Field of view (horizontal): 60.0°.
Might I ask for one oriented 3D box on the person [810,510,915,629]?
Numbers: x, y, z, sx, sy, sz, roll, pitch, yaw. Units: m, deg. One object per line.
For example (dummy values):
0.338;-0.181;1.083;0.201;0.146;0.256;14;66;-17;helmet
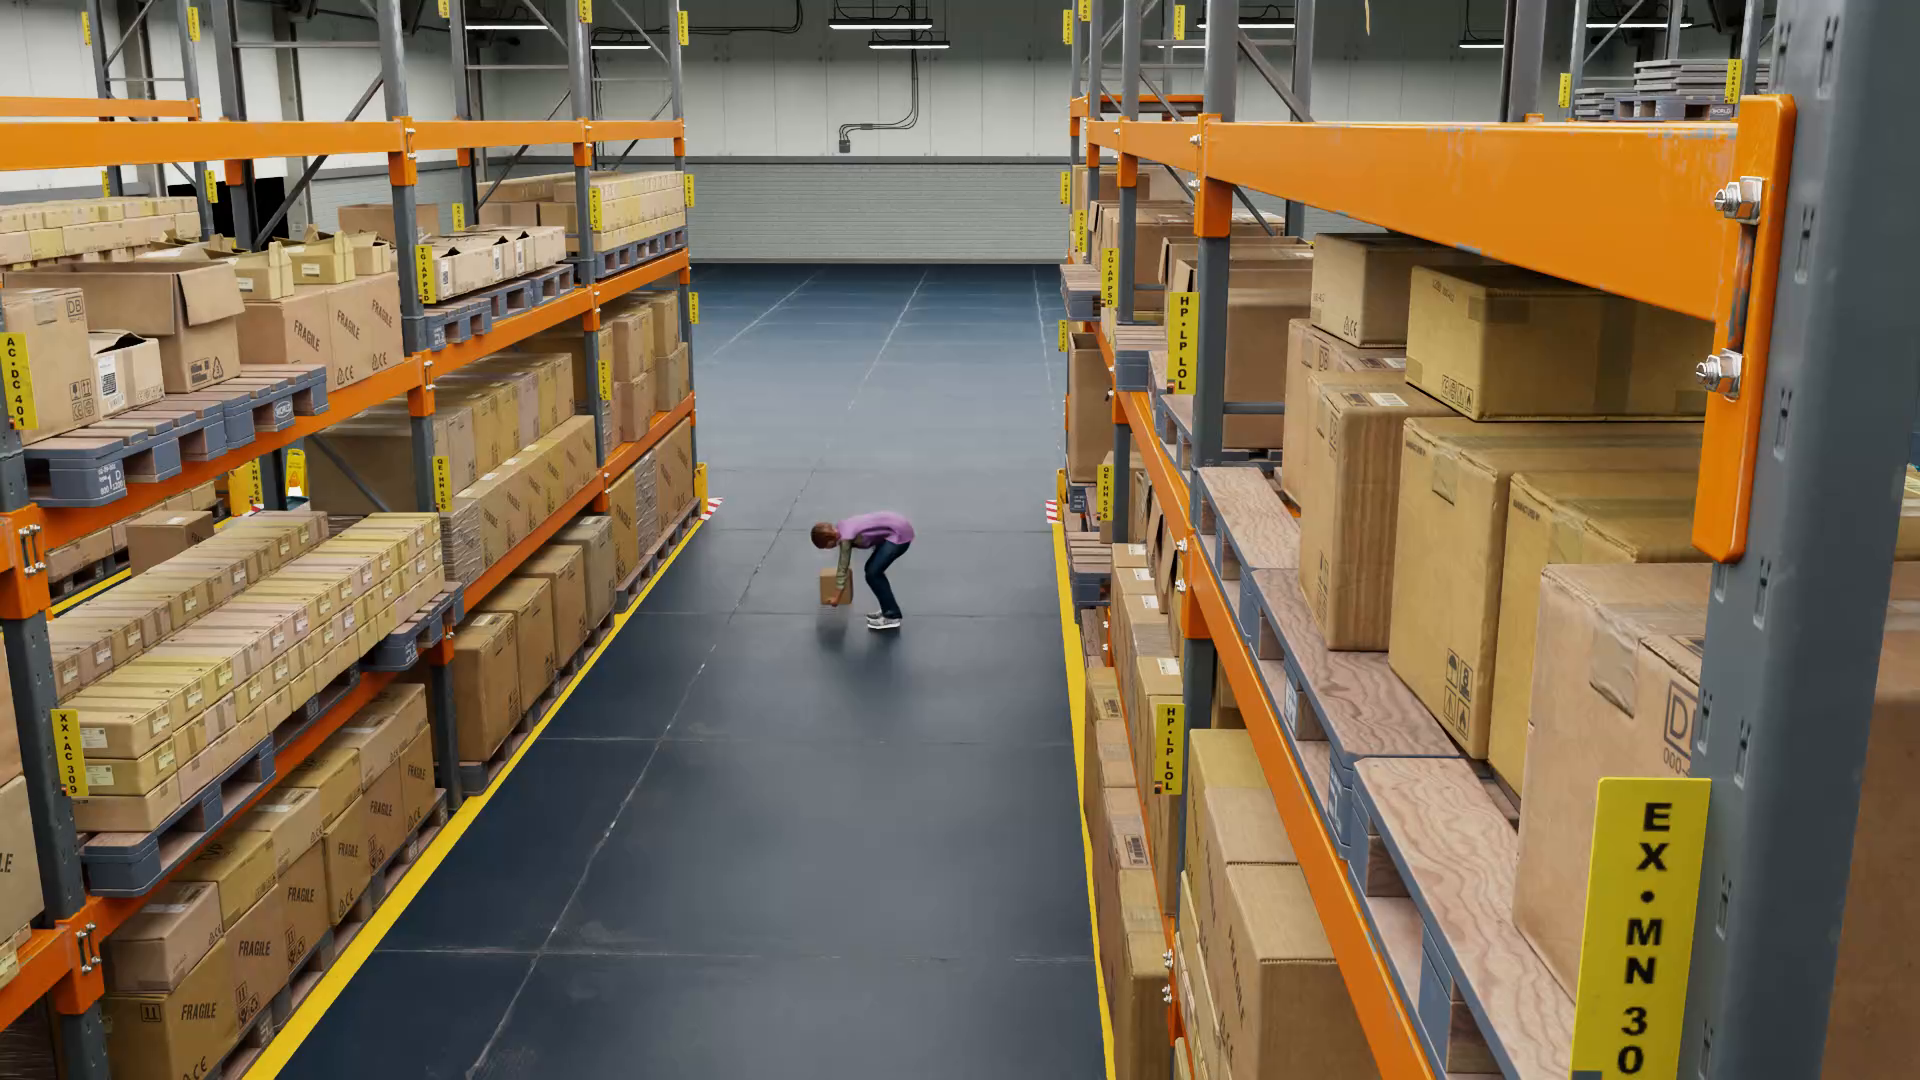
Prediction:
-0.807;0.239;13.859;0.869;0.970;0.402;0;14;-1;person
